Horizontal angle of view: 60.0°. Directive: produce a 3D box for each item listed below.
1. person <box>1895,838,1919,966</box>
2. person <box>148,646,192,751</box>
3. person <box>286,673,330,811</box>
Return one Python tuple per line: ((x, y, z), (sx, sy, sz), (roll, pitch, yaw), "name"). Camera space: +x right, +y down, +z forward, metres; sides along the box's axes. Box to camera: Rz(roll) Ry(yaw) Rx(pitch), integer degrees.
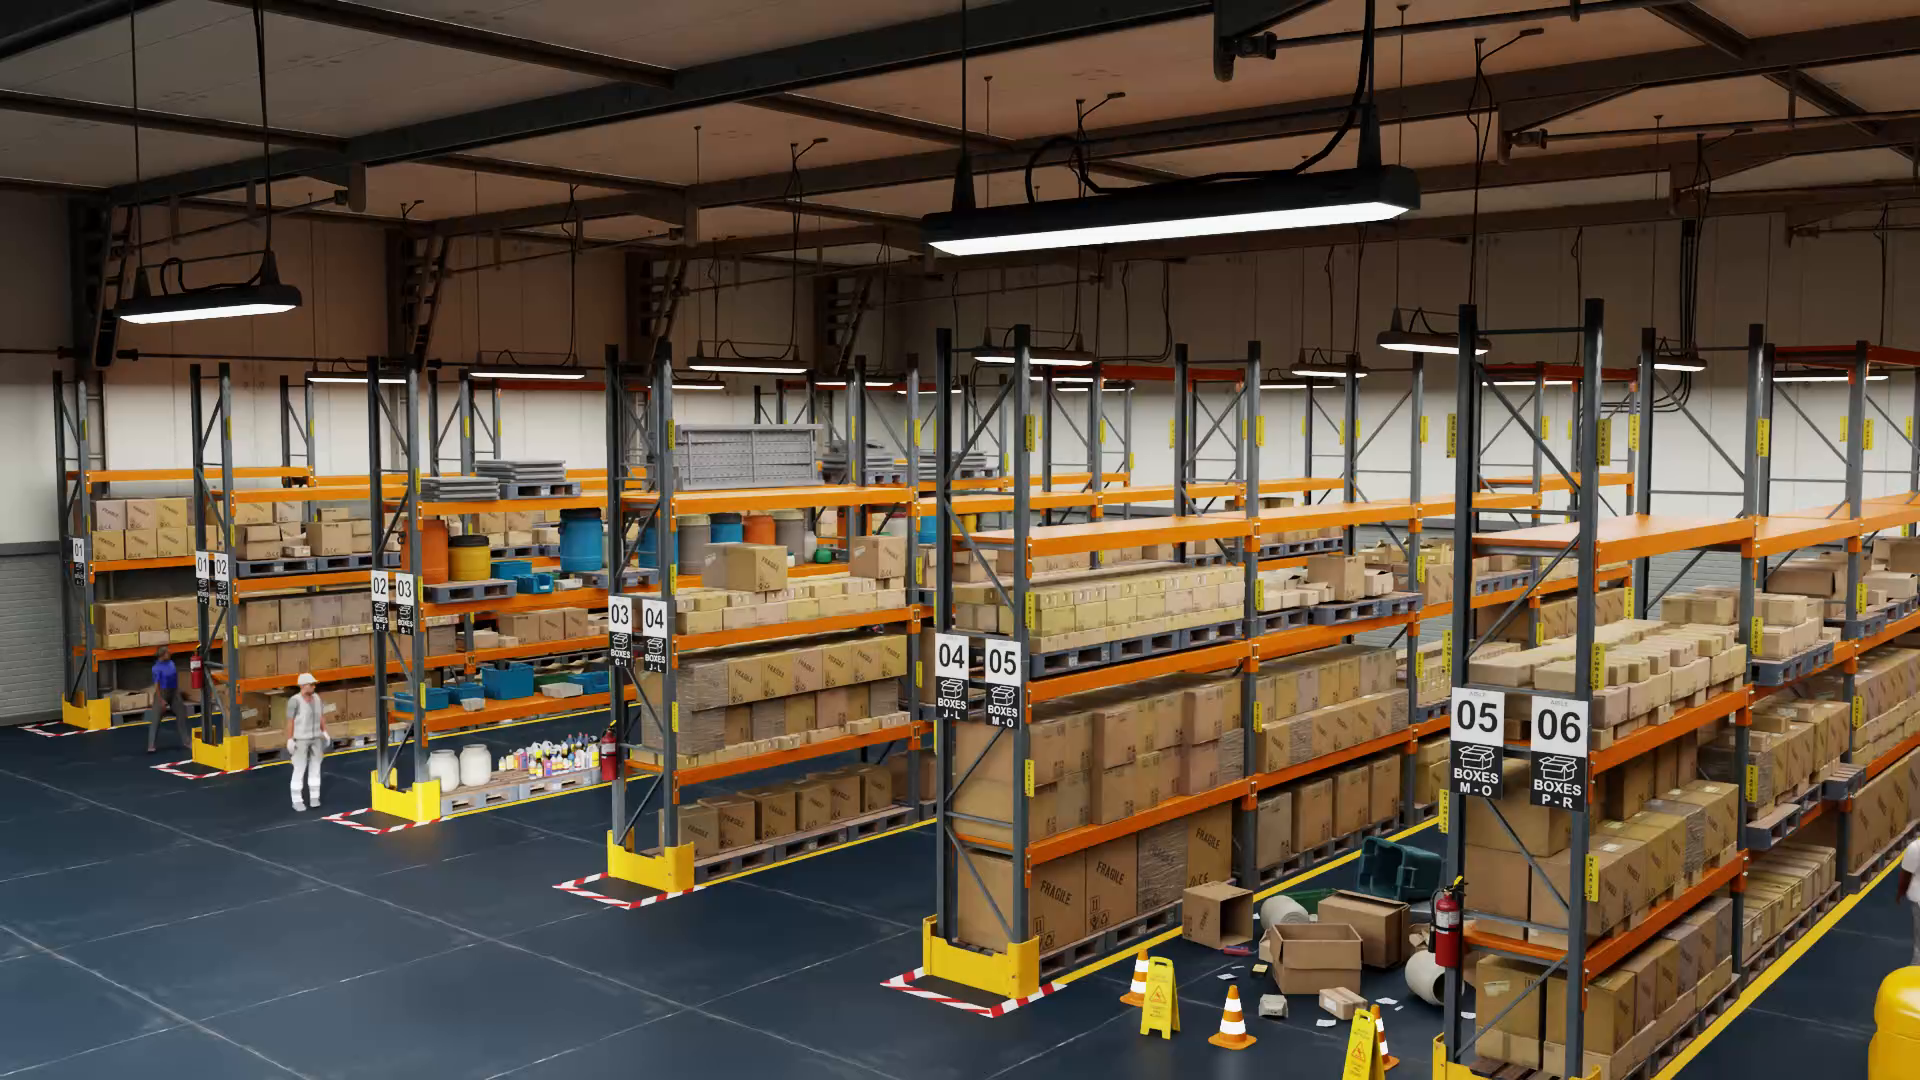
((8.627, 3.221, 14.703), (0.646, 1.796, 0.693), (3, 5, 37), "person")
((-12.360, 2.467, 26.032), (0.609, 1.661, 0.647), (2, 5, 28), "person")
((-8.704, 2.673, 22.173), (0.406, 1.809, 0.570), (2, 5, 30), "person")
